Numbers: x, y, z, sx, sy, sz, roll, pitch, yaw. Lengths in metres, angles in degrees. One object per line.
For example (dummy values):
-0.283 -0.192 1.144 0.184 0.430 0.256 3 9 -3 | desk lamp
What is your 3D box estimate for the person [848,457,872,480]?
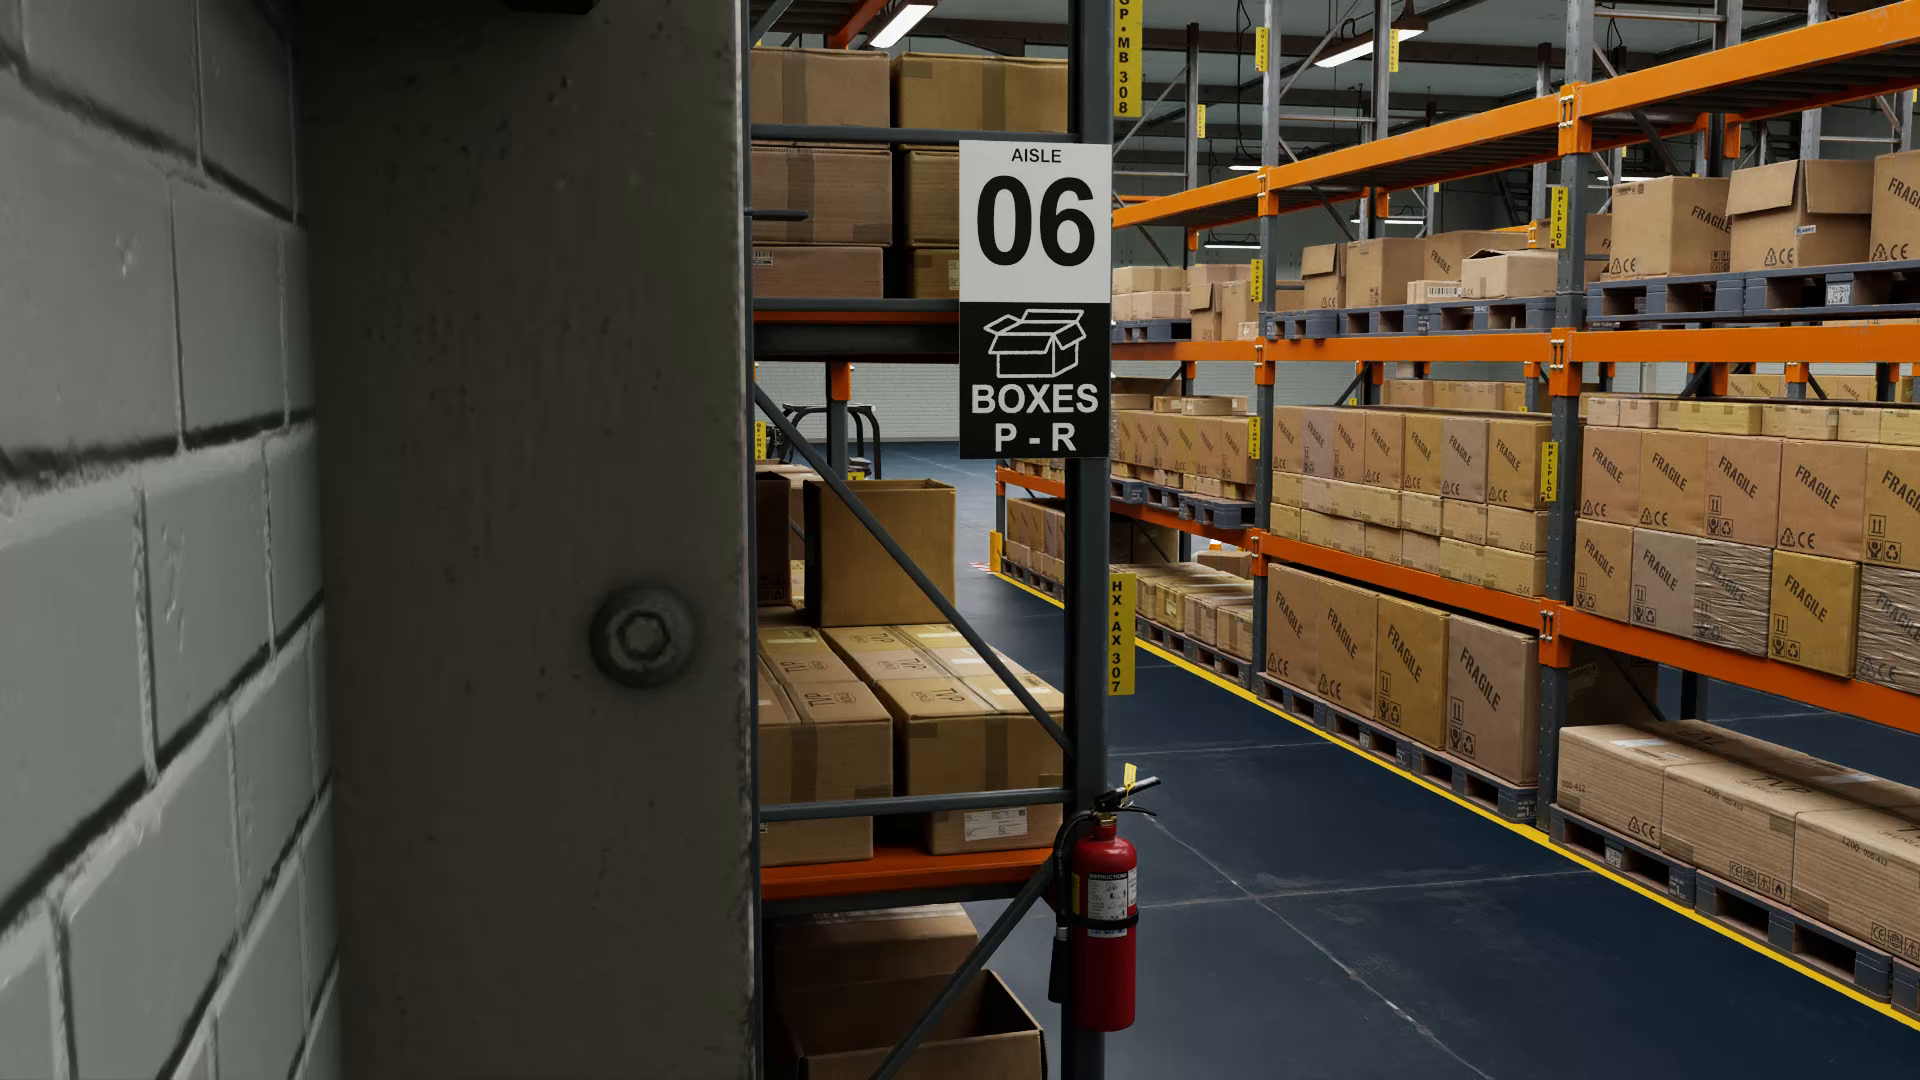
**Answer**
-0.982 -0.014 16.972 0.374 1.664 0.540 -2 6 -16 | person
